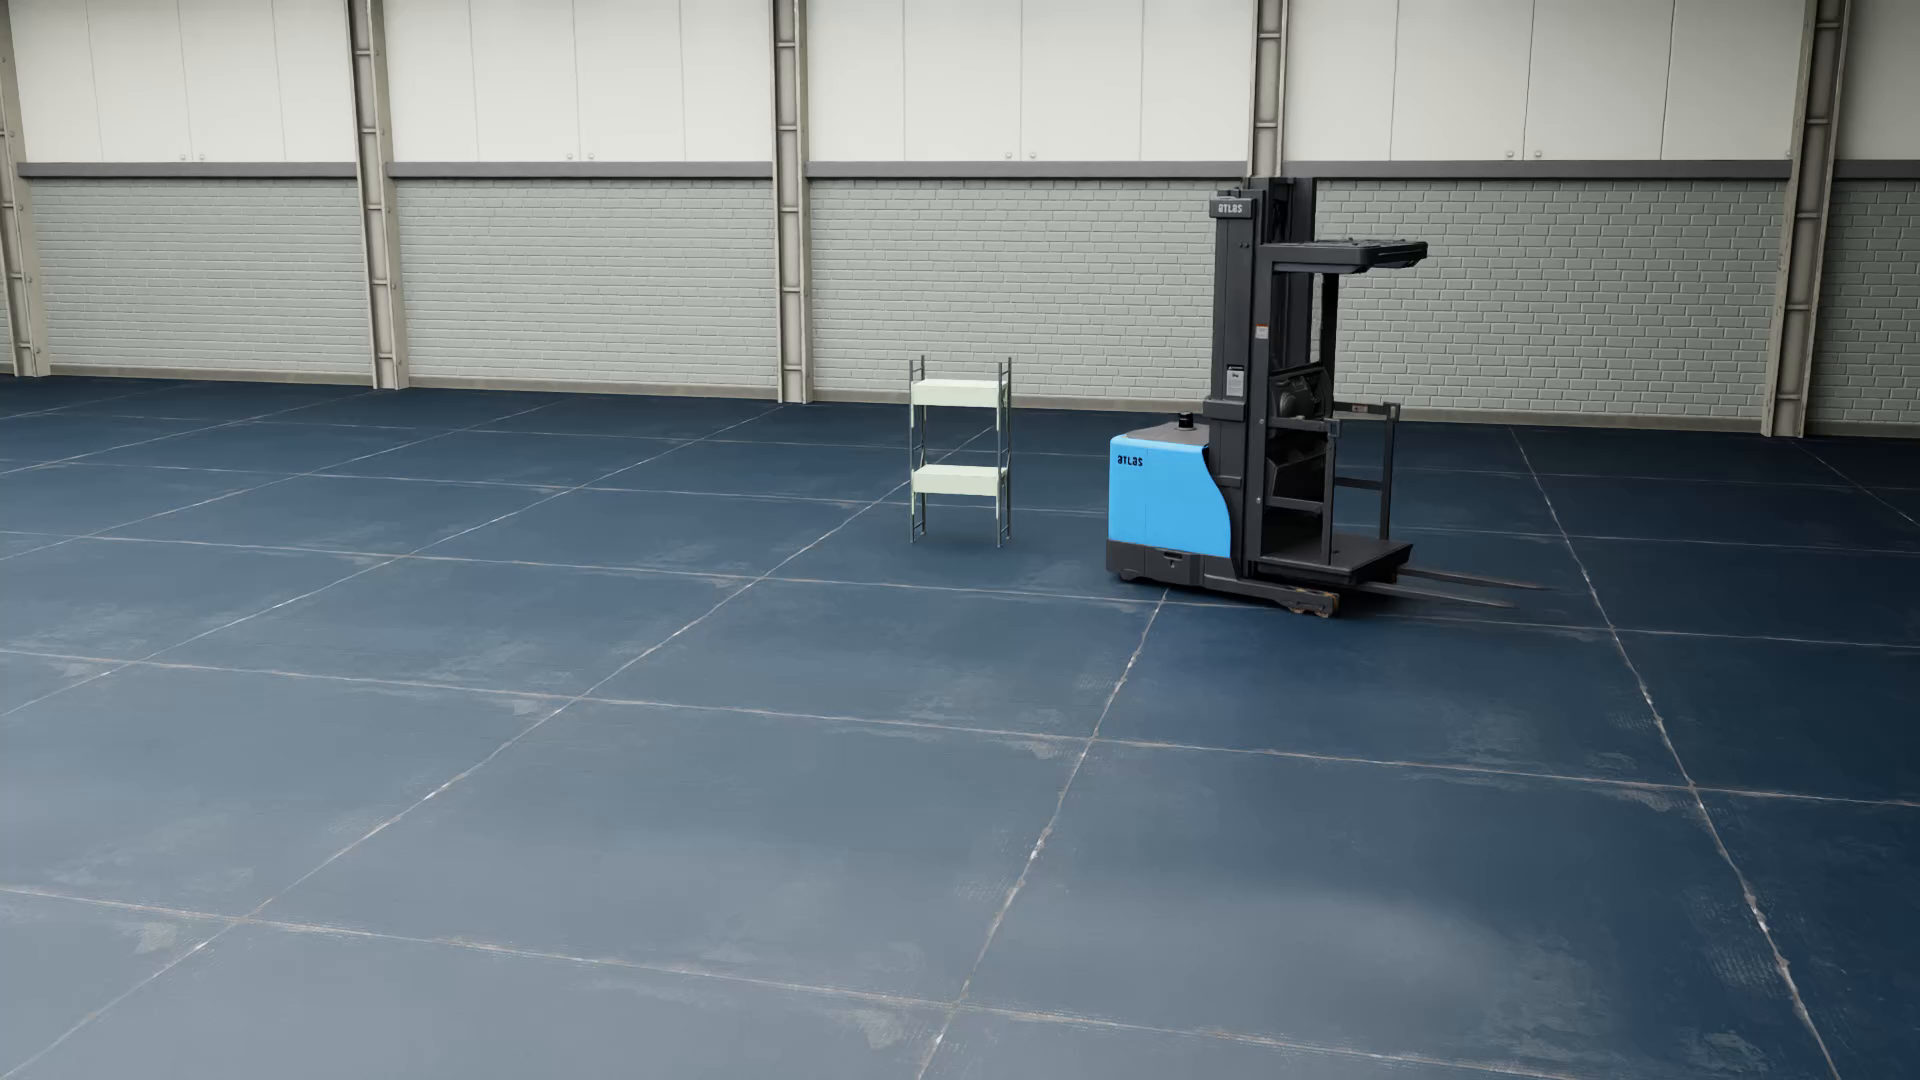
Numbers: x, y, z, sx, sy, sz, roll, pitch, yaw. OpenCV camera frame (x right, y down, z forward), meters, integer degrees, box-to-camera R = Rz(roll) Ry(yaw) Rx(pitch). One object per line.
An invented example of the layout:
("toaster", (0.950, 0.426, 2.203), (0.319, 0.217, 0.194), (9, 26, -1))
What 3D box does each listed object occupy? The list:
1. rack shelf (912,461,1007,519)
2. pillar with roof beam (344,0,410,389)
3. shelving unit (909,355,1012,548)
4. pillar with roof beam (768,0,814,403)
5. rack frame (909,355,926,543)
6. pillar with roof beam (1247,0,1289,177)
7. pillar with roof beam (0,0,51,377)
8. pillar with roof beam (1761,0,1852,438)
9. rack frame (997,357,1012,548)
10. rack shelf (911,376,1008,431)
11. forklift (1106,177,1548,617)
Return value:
("rack shelf", (0.006, -0.414, 13.640), (0.720, 0.370, 0.431), (3, 13, 14))
("pillar with roof beam", (-9.026, -5.632, 18.344), (0.400, 9.000, 9.100), (3, 13, 14))
("shelving unit", (0.006, -0.732, 13.570), (0.755, 1.500, 0.431), (3, 13, 14))
("pillar with roof beam", (-3.200, -5.321, 16.940), (0.400, 9.000, 9.100), (3, 13, 14))
("rack frame", (-0.349, -0.751, 13.655), (0.023, 1.500, 0.400), (3, 13, 14))
("pillar with roof beam", (2.625, -5.009, 15.537), (0.400, 9.000, 9.100), (3, 13, 14))
("pillar with roof beam", (-14.851, -5.944, 19.747), (0.400, 9.000, 9.100), (3, 13, 14))
("pillar with roof beam", (8.450, -4.698, 14.133), (0.400, 9.000, 9.100), (3, 13, 14))
("rack frame", (0.362, -0.713, 13.484), (0.023, 1.500, 0.400), (3, 13, 14))
("rack shelf", (0.006, -1.113, 13.485), (0.720, 0.370, 0.431), (3, 13, 14))
("forklift", (2.572, -1.032, 11.617), (3.031, 2.935, 1.130), (9, 16, 36))
